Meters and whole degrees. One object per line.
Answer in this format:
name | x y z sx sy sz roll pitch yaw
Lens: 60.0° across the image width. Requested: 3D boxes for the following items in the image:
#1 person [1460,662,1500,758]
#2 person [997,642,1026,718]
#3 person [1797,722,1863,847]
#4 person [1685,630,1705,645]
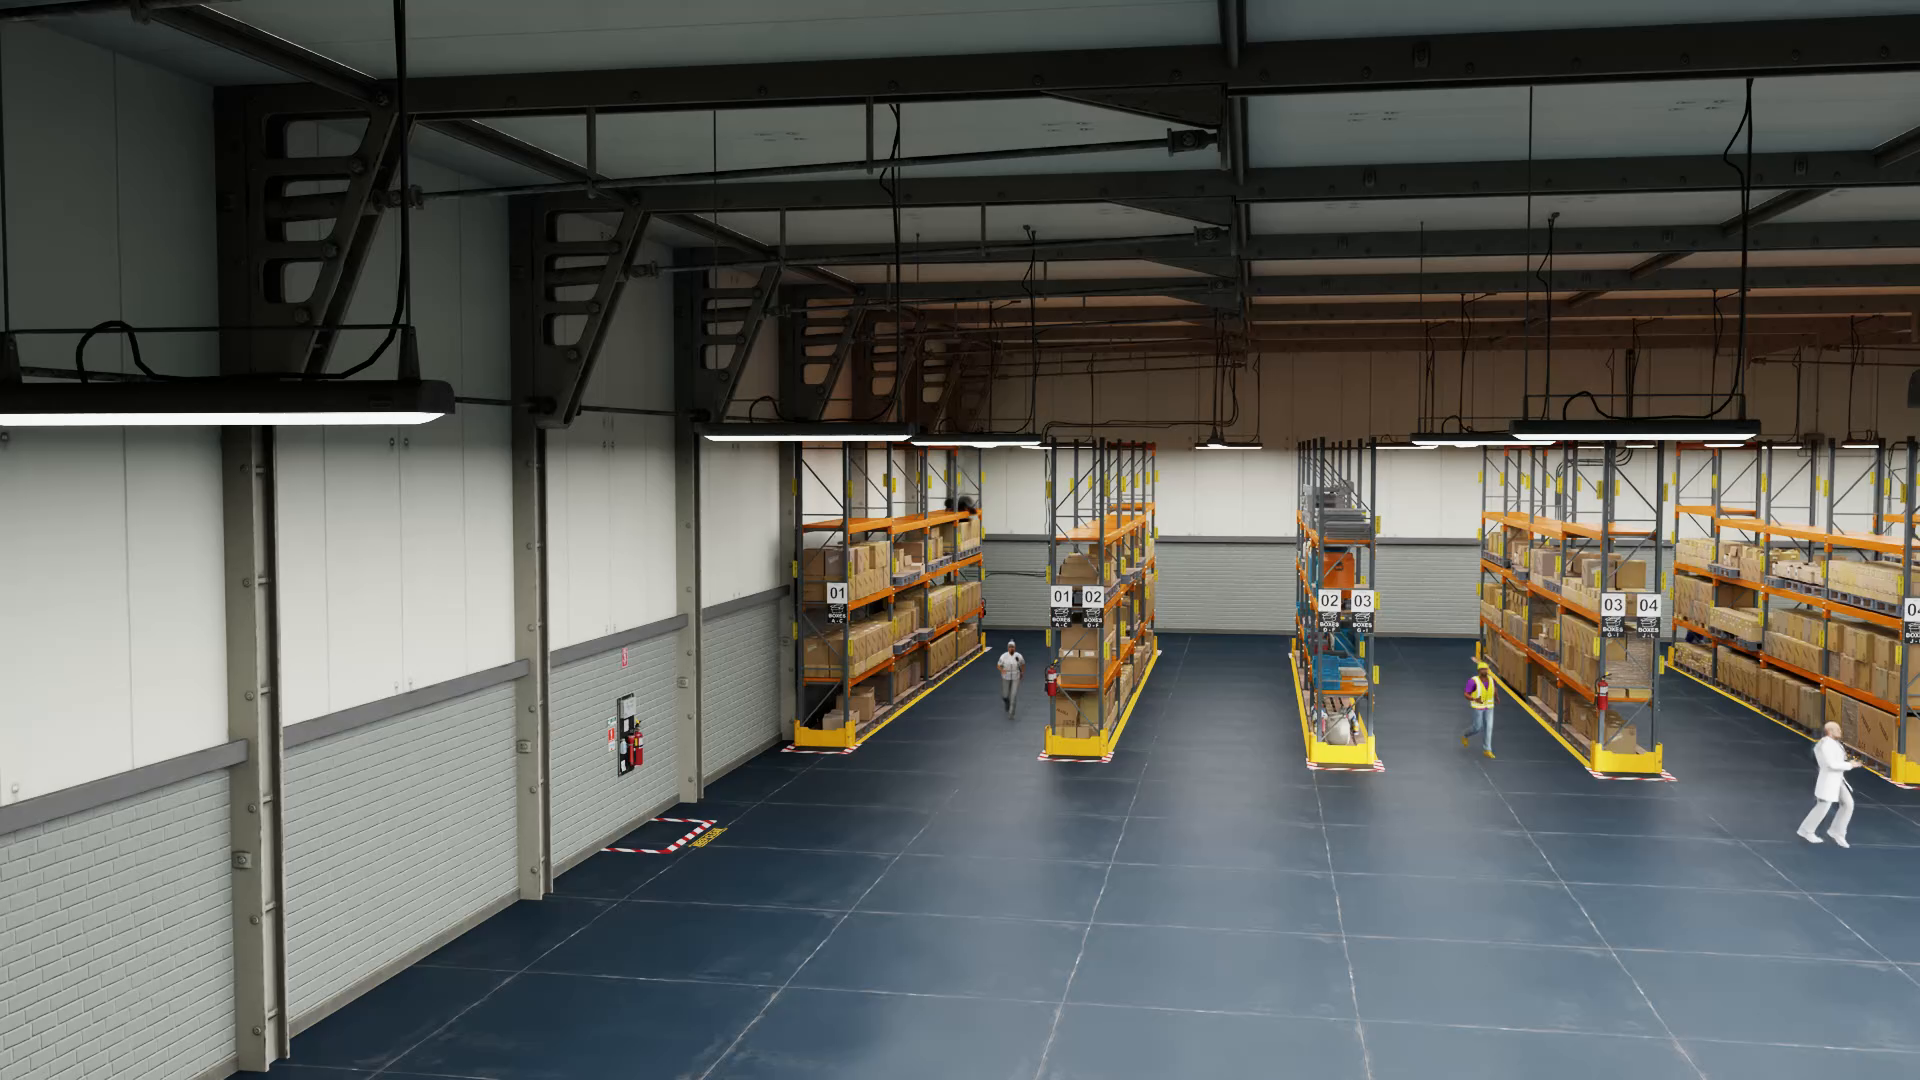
person | 9.864 3.183 31.467 0.709 1.766 0.934 0 3 -9
person | 1.115 3.003 35.968 0.616 1.630 0.679 0 3 3
person | 12.625 3.662 24.132 0.840 1.653 0.709 3 4 41
person | 20.235 2.486 45.813 0.633 1.625 0.873 -2 4 -38
